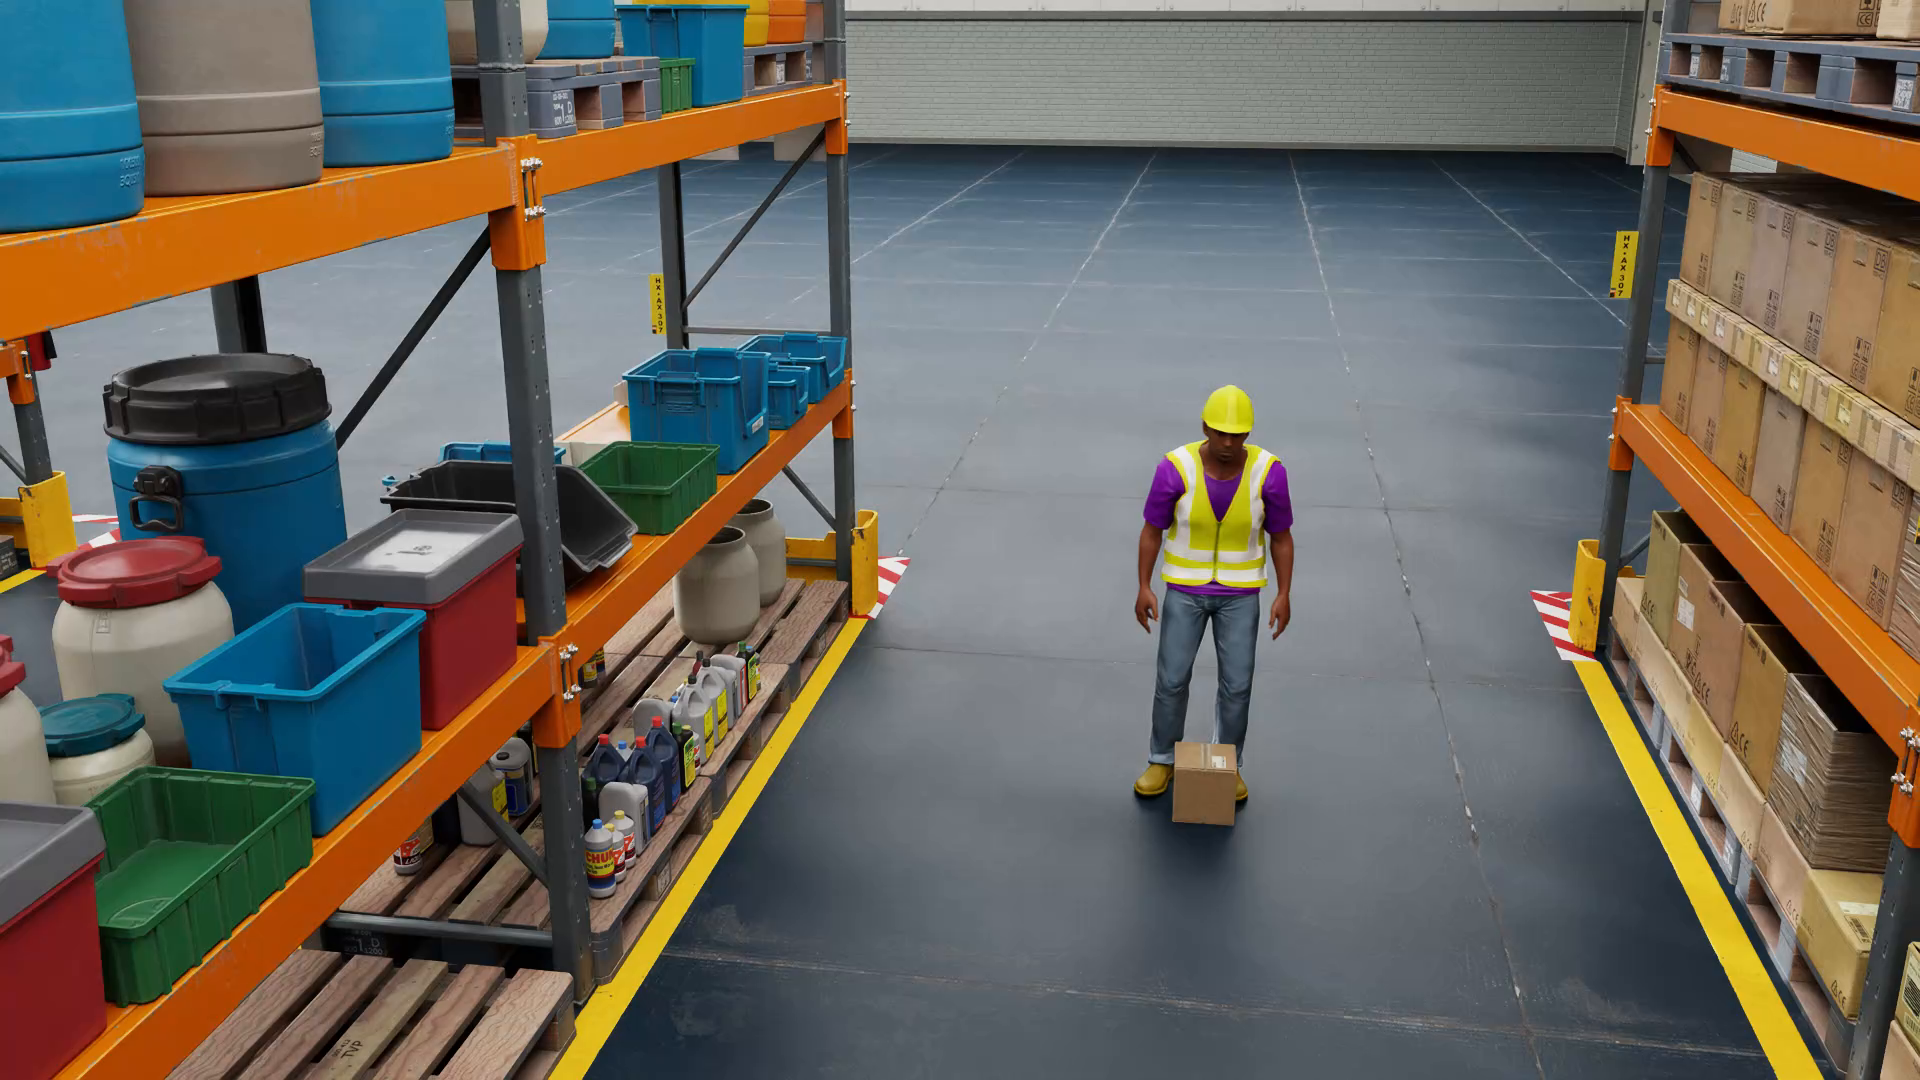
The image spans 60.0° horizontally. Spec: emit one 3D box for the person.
[{"bbox_3d":[1.042,0.220,6.842,0.637,1.757,0.455,2,18,7],"label":"person"}]
